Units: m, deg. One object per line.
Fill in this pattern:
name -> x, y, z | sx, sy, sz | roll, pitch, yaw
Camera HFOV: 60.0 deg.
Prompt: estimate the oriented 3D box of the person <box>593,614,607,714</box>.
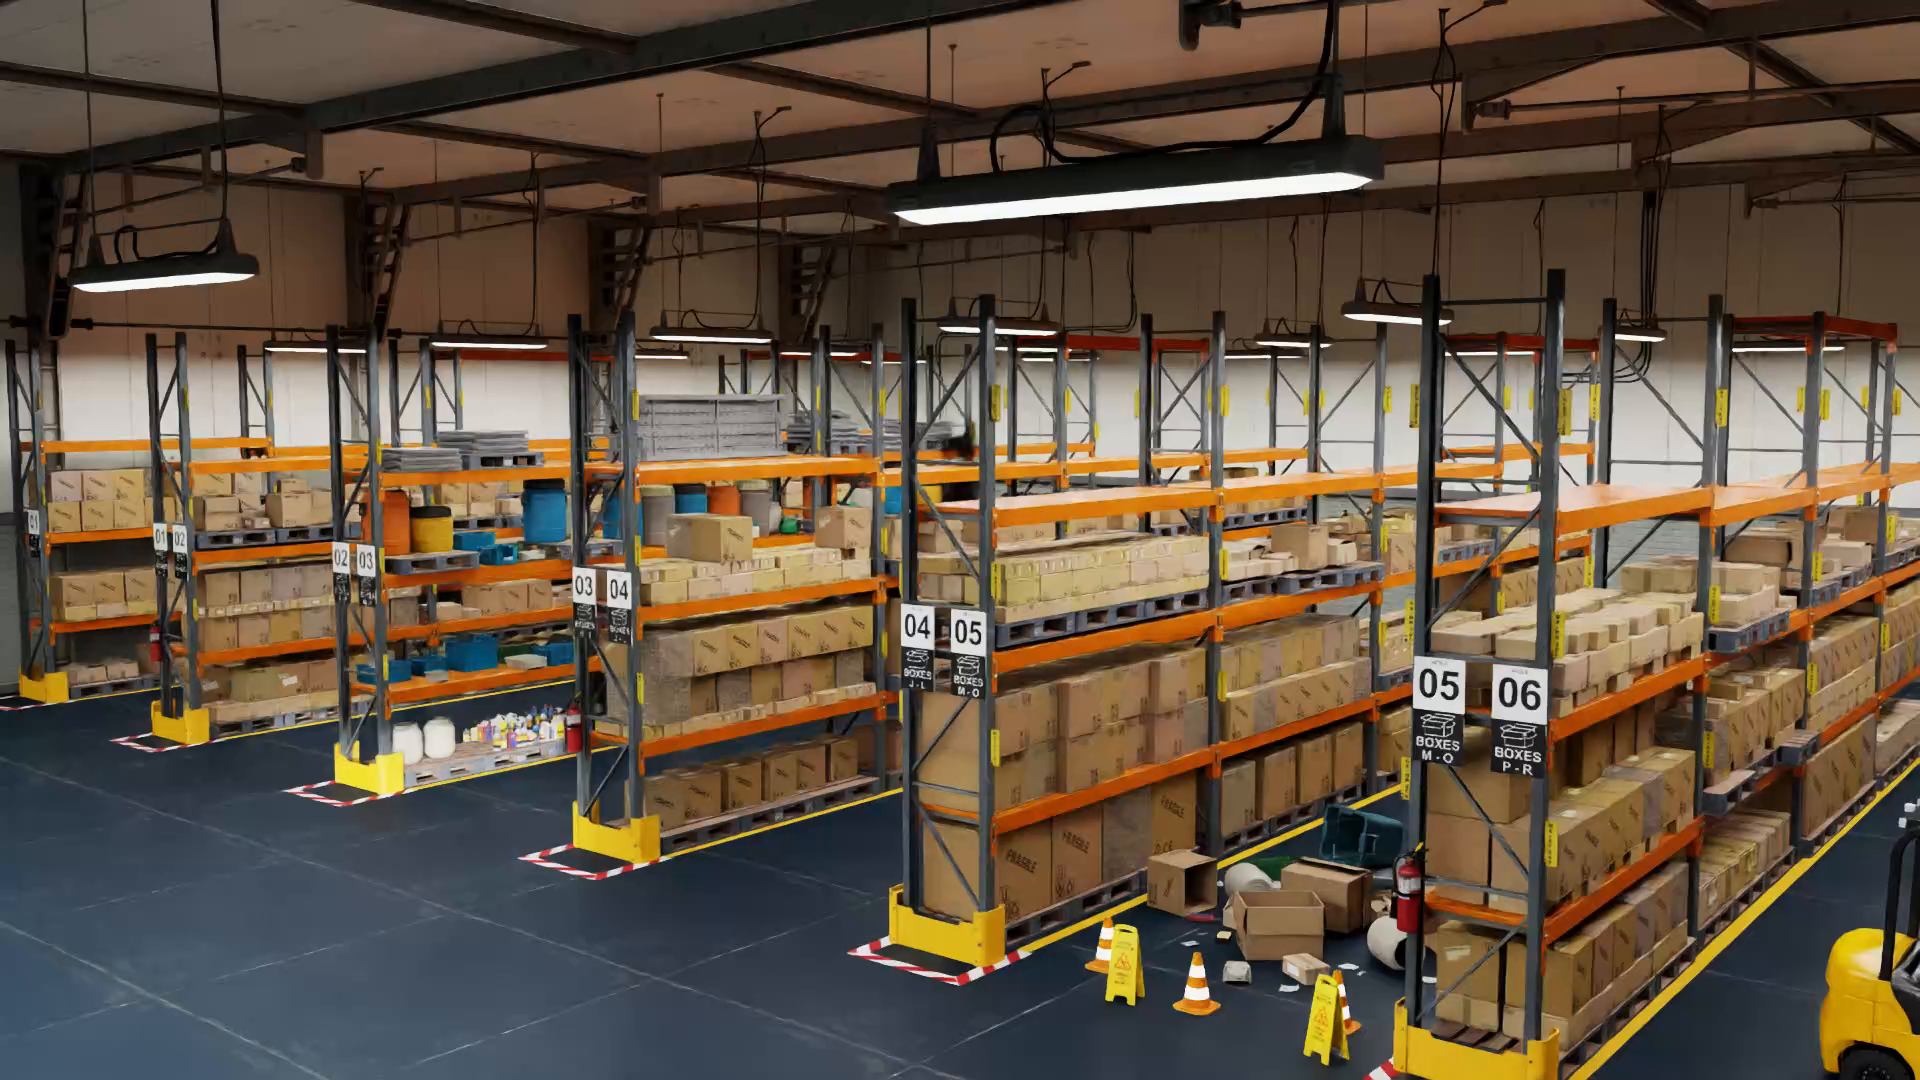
person -> -5.819, 1.895, 26.705 | 0.702, 1.808, 0.742 | 4, 6, 37
